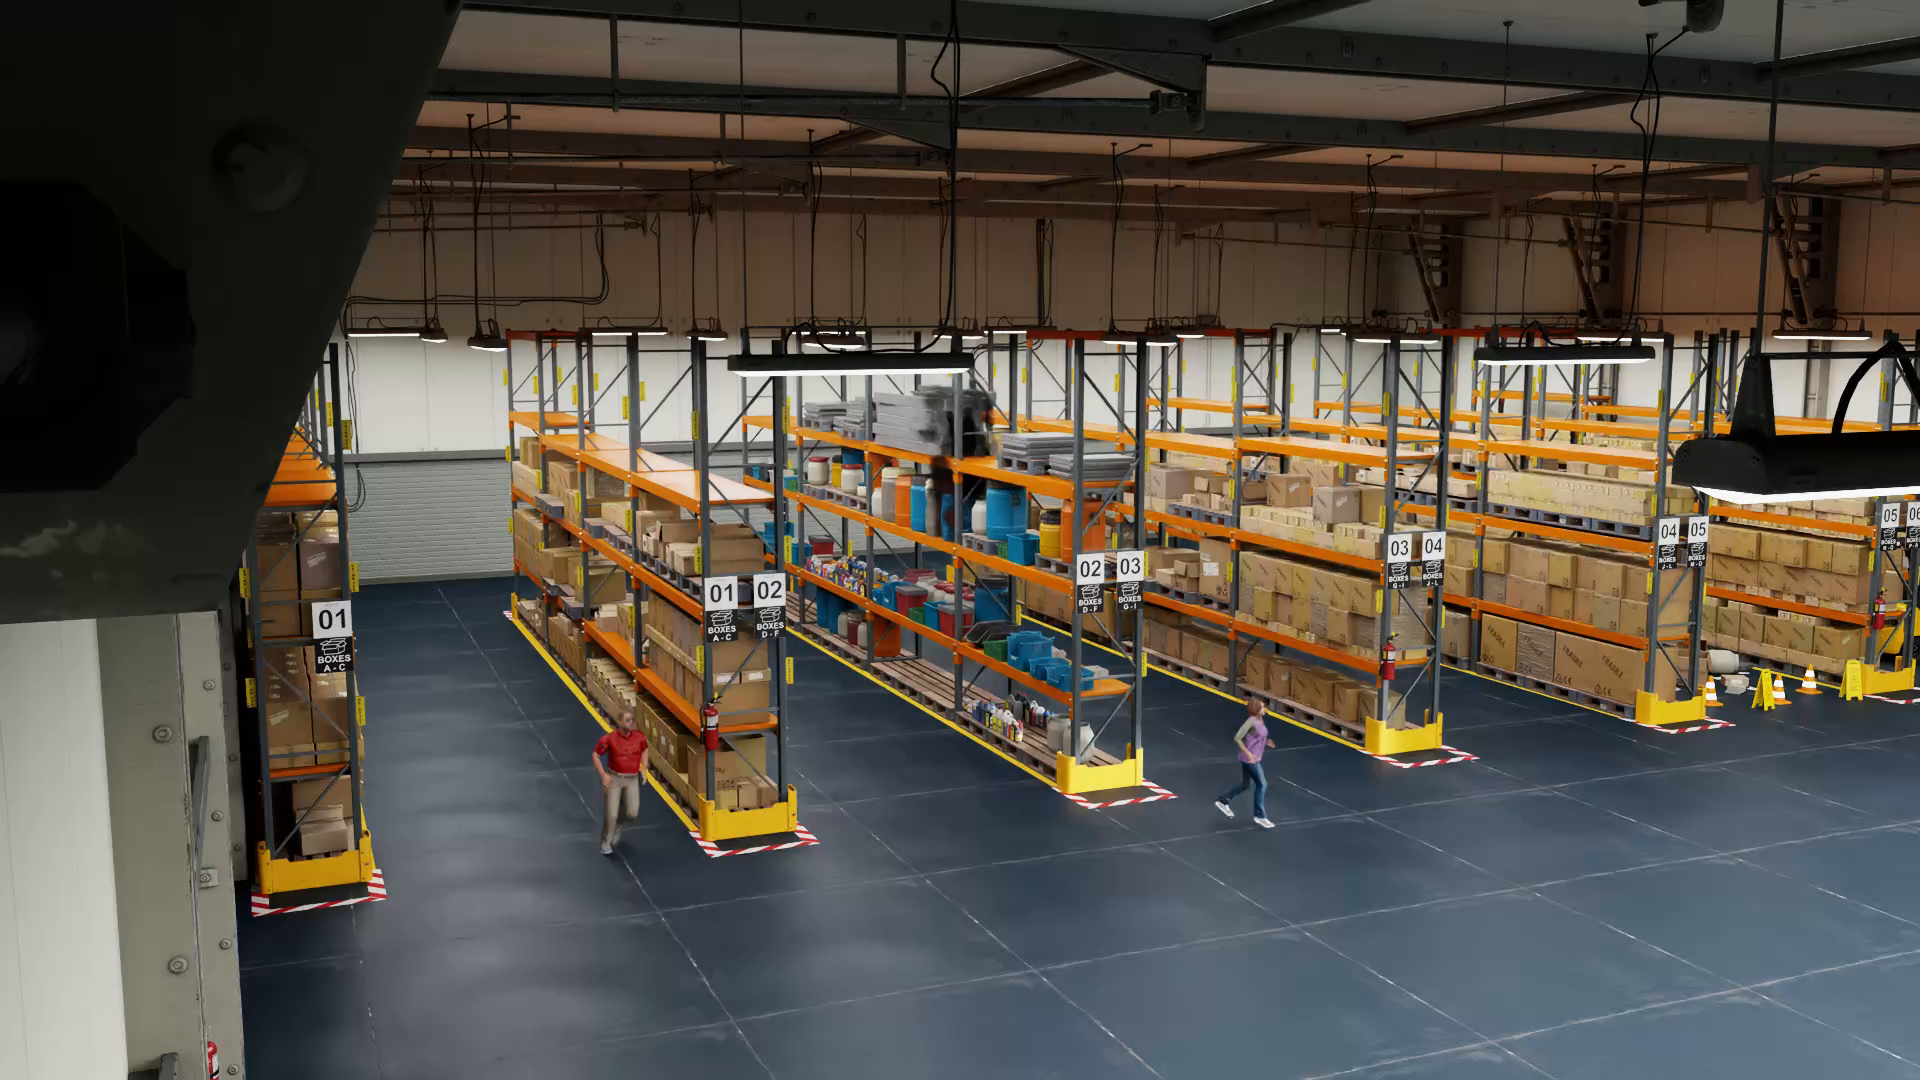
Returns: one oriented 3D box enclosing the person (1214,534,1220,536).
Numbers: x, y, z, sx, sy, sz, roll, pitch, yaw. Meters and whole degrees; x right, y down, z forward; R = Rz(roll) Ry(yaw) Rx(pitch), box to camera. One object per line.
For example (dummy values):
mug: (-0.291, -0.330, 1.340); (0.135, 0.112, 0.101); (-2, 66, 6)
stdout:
person: (5.404, 0.680, 35.272); (0.738, 1.765, 0.944); (-5, 9, -30)

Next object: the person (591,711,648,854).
person: (-3.981, 2.845, 19.673); (0.719, 1.662, 0.542); (-4, 9, -29)

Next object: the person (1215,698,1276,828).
person: (3.553, 2.745, 20.634); (0.755, 1.621, 0.538); (2, 8, 17)
